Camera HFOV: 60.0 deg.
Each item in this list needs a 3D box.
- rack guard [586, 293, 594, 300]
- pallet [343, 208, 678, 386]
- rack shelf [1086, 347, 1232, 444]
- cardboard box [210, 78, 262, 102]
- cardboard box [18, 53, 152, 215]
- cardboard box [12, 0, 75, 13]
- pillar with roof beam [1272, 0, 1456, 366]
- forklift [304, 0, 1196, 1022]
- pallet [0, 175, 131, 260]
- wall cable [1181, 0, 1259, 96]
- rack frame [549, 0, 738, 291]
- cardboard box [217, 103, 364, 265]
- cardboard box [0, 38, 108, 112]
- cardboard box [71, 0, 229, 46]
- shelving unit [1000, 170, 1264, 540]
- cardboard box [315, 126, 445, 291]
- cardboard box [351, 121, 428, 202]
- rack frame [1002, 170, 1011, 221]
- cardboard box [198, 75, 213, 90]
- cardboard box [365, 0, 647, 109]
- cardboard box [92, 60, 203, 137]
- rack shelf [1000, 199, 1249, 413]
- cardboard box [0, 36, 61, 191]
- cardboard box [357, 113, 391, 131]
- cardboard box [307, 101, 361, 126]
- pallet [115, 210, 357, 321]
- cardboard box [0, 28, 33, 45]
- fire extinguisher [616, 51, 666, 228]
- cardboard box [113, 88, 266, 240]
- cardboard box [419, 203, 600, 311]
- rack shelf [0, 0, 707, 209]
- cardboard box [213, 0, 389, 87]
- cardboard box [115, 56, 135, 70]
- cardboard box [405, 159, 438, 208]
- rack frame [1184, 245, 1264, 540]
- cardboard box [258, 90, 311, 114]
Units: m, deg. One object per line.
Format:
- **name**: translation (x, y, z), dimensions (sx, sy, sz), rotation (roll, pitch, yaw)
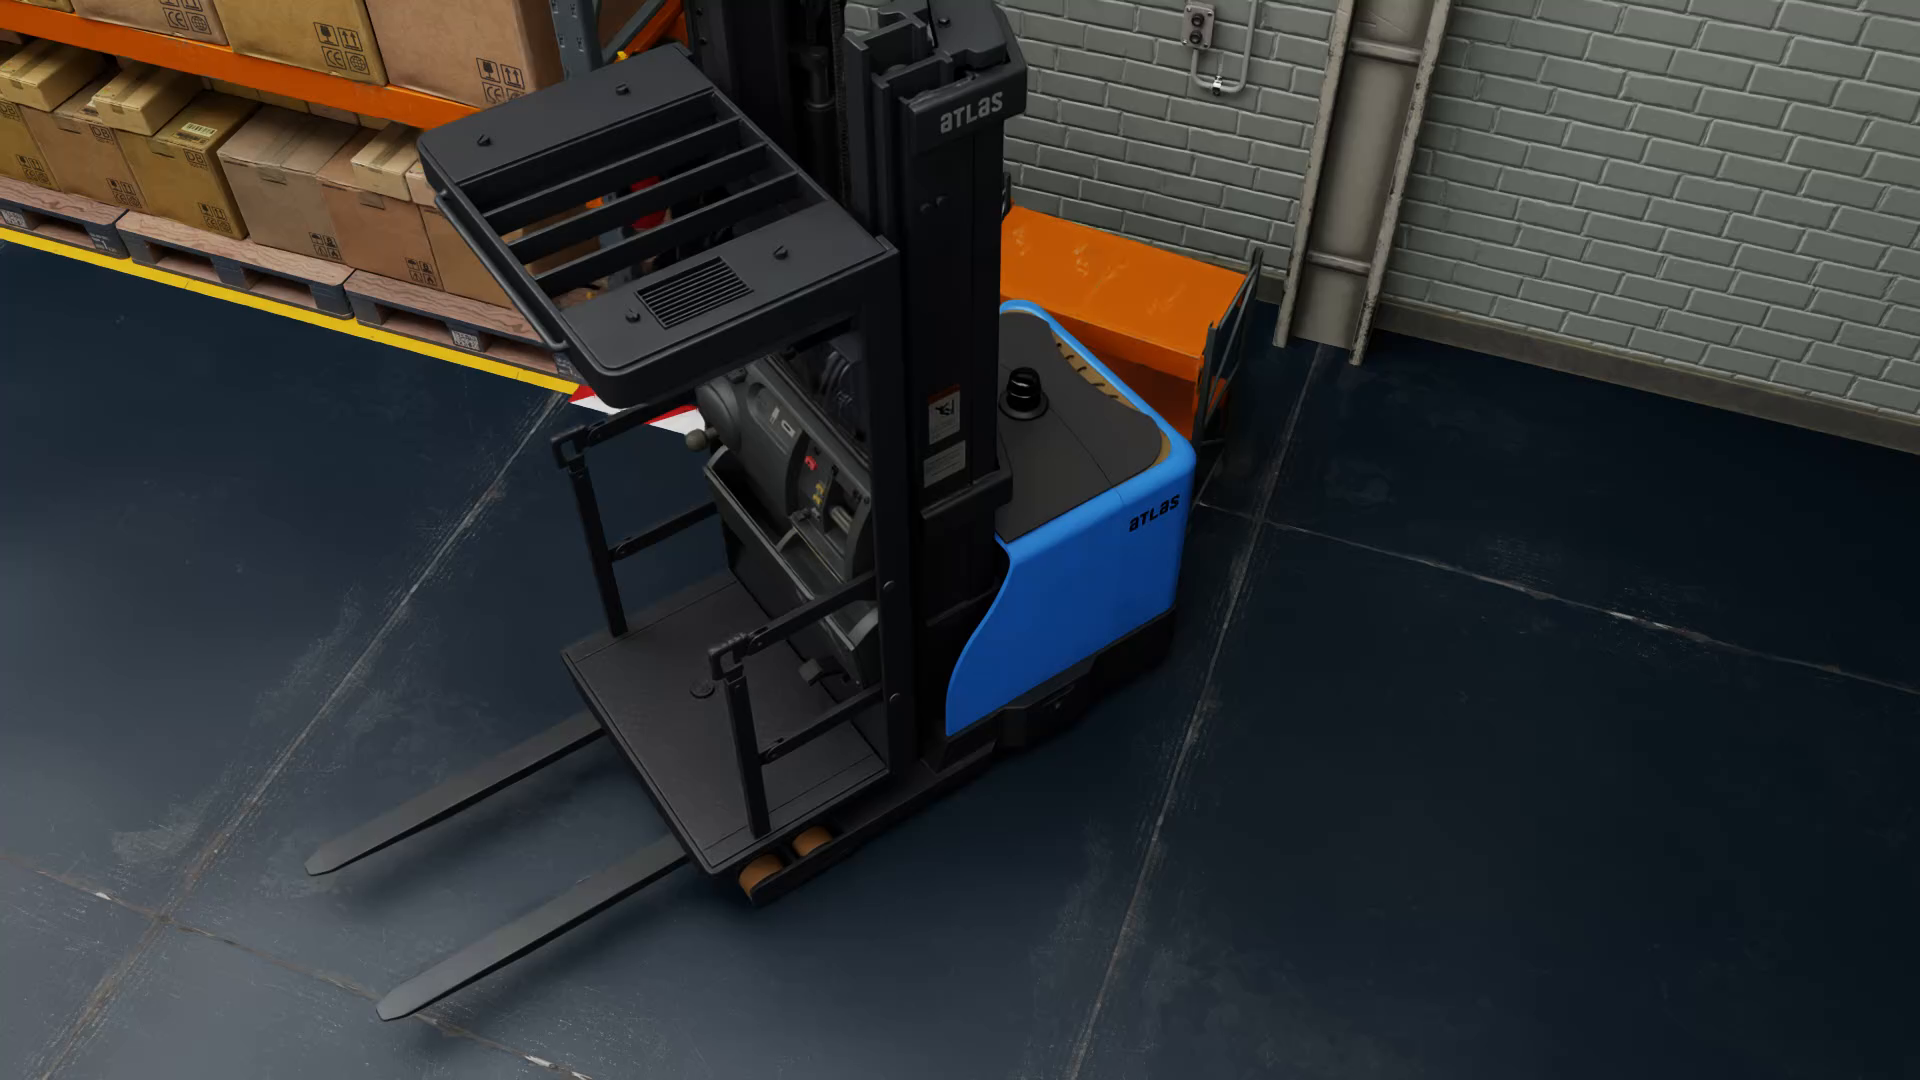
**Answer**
- **rack guard**: translation (-1.187, -1.173, 7.302), dimensions (0.348, 0.500, 1.175), rotation (16, 51, 13)
- **pallet**: translation (-1.987, -1.238, 7.550), dimensions (1.213, 0.211, 1.003), rotation (16, 51, 13)
- **rack shelf**: translation (0.528, -0.543, 6.666), dimensions (1.000, 0.278, 0.538), rotation (20, 52, 17)
- **cardboard box**: translation (-3.142, -2.148, 7.440), dimensions (0.250, 0.149, 0.380), rotation (15, 51, 12)
- **cardboard box**: translation (-3.826, -1.962, 7.708), dimensions (0.500, 0.500, 0.700), rotation (15, 51, 13)
- **cardboard box**: translation (-3.776, -2.795, 6.855), dimensions (0.700, 0.700, 0.980), rotation (14, 51, 12)
- **pillar with roof beam**: translation (0.131, -0.817, 1.370), dimensions (0.400, 9.000, 9.100), rotation (16, 51, 13)
- **forklift**: translation (-0.704, -0.210, 4.859), dimensions (3.031, 2.935, 1.130), rotation (-28, 55, -22)
- **pallet**: translation (-4.276, -1.877, 8.104), dimensions (1.213, 0.211, 1.003), rotation (16, 51, 13)
- **wall cable**: translation (0.319, -2.666, 6.270), dimensions (1.851, 1.984, 0.084), rotation (16, 51, 13)
- **rack frame**: translation (-1.210, -1.998, 6.363), dimensions (0.127, 3.000, 1.000), rotation (16, 51, 13)
- **cardboard box**: translation (-2.843, -1.691, 7.474), dimensions (0.500, 0.500, 0.700), rotation (14, 51, 12)
- **cardboard box**: translation (-4.038, -2.089, 7.389), dimensions (0.250, 0.149, 0.380), rotation (17, 51, 14)
- **cardboard box**: translation (-3.090, -2.611, 6.696), dimensions (0.700, 0.700, 0.980), rotation (13, 50, 11)
- **shelving unit**: translation (0.528, -0.703, 6.481), dimensions (1.048, 1.125, 0.538), rotation (20, 52, 17)
- **cardboard box**: translation (-2.371, -1.560, 7.360), dimensions (0.500, 0.500, 0.700), rotation (15, 51, 13)
- **cardboard box**: translation (-2.325, -1.612, 6.976), dimensions (0.250, 0.149, 0.380), rotation (17, 51, 14)
- **rack frame**: translation (0.073, -0.873, 6.629), dimensions (0.032, 1.125, 0.500), rotation (20, 52, 17)
- **cardboard box**: translation (-3.384, -2.215, 7.498), dimensions (0.250, 0.149, 0.380), rotation (16, 51, 14)
- **cardboard box**: translation (-1.692, -2.222, 6.359), dimensions (0.700, 0.700, 0.980), rotation (18, 51, 15)
- **cardboard box**: translation (-3.548, -1.952, 7.271), dimensions (0.250, 0.149, 0.380), rotation (14, 51, 12)
- **rack shelf**: translation (0.528, -0.895, 6.260), dimensions (1.000, 0.278, 0.538), rotation (20, 52, 17)
- **cardboard box**: translation (-4.296, -2.096, 7.824), dimensions (0.500, 0.500, 0.700), rotation (16, 51, 14)
- **cardboard box**: translation (-2.425, -1.948, 7.267), dimensions (0.250, 0.149, 0.380), rotation (16, 51, 13)
- **cardboard box**: translation (-2.664, -2.015, 7.325), dimensions (0.250, 0.149, 0.380), rotation (16, 51, 14)
- **pallet**: translation (-3.128, -1.559, 7.828), dimensions (1.213, 0.211, 1.003), rotation (16, 51, 13)
- **cardboard box**: translation (-4.363, -2.487, 7.734), dimensions (0.250, 0.149, 0.380), rotation (15, 51, 13)
- **fire extinguisher**: translation (-1.228, -1.484, 6.215), dimensions (0.183, 0.674, 0.296), rotation (16, 51, 13)
- **cardboard box**: translation (-3.345, -1.826, 7.590), dimensions (0.500, 0.500, 0.700), rotation (17, 51, 14)
- **cardboard box**: translation (-1.901, -1.429, 7.246), dimensions (0.500, 0.500, 0.700), rotation (16, 51, 13)
- **rack shelf**: translation (-3.086, -2.286, 7.089), dimensions (4.000, 0.370, 1.077), rotation (16, 51, 13)
- **cardboard box**: translation (-2.378, -2.405, 6.518), dimensions (0.700, 0.700, 0.980), rotation (15, 51, 13)
- **cardboard box**: translation (-3.621, -2.282, 7.556), dimensions (0.250, 0.149, 0.380), rotation (14, 51, 12)
- **cardboard box**: translation (-2.085, -1.546, 6.918), dimensions (0.250, 0.149, 0.380), rotation (15, 51, 13)
- **rack frame**: translation (0.984, -0.533, 6.334), dimensions (0.032, 1.125, 0.500), rotation (20, 52, 17)
- **cardboard box**: translation (-2.905, -2.081, 7.382), dimensions (0.250, 0.149, 0.380), rotation (16, 51, 13)
